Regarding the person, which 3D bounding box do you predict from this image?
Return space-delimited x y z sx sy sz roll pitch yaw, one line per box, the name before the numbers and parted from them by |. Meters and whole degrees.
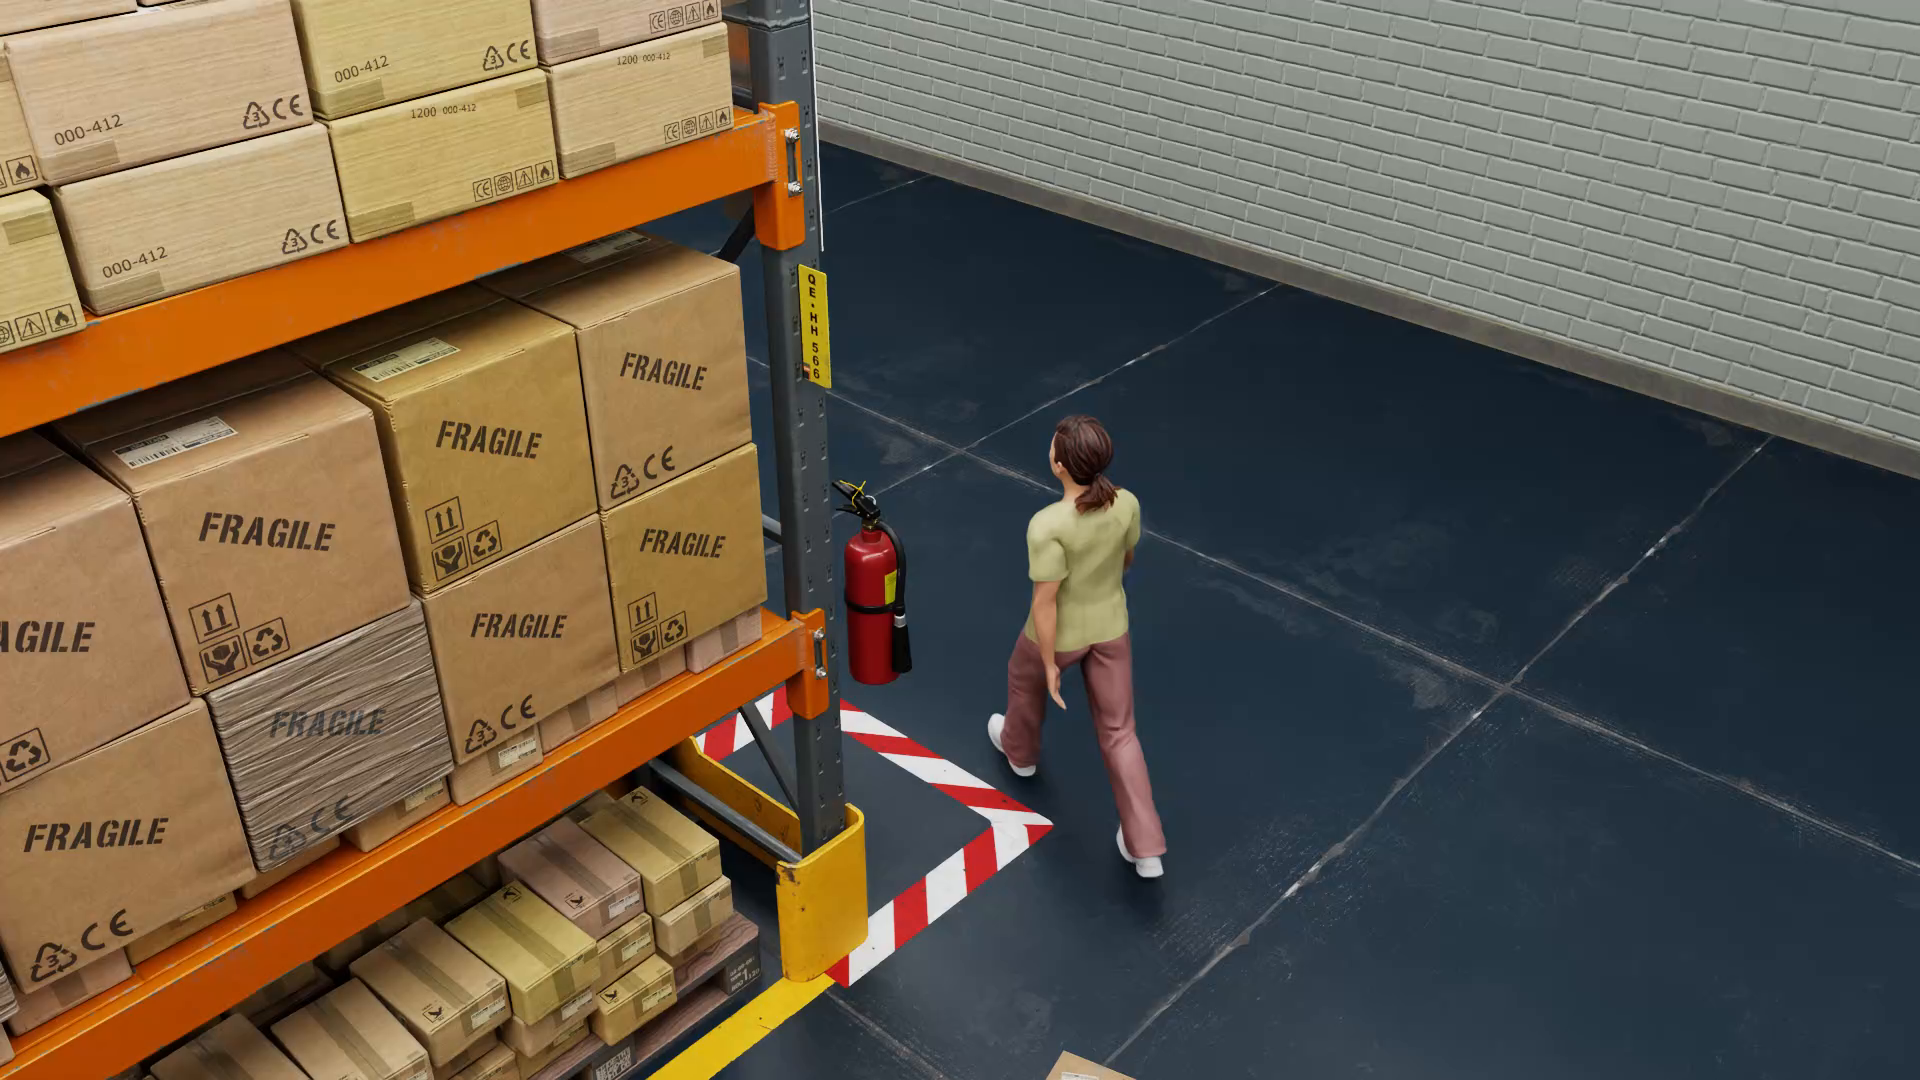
person | 0.397 0.303 5.650 0.443 1.616 1.064 -11 33 -17
